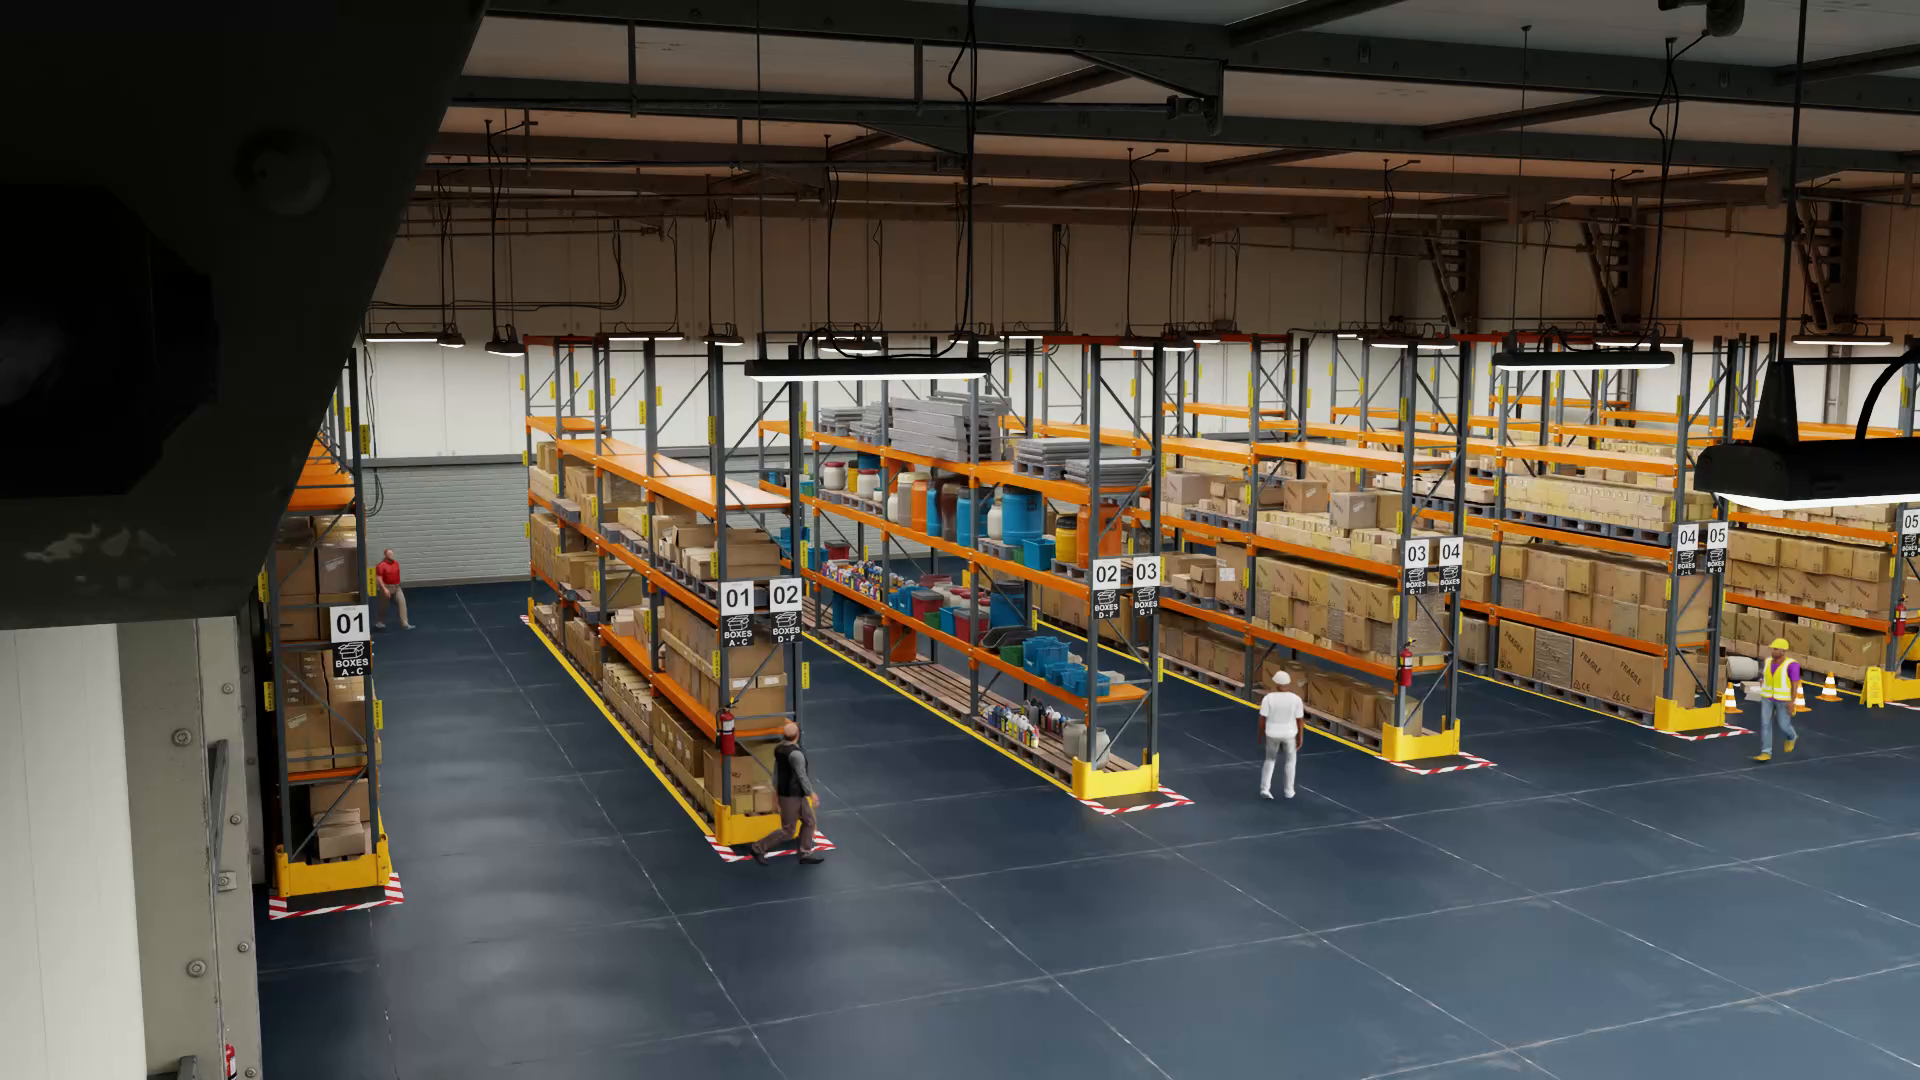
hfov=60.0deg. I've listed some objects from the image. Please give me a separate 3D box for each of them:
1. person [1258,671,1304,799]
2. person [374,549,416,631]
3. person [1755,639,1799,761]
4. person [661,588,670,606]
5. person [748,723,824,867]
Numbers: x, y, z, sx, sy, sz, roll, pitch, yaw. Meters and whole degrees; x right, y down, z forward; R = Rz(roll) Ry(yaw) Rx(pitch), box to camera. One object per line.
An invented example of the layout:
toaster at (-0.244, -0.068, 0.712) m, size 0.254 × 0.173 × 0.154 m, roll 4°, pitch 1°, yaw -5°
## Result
person at (4.253, 2.572, 22.011) m, size 0.604 × 1.759 × 0.587 m, roll 3°, pitch 8°, yaw 20°
person at (-11.541, 1.010, 33.773) m, size 1.054 × 1.678 × 0.590 m, roll 6°, pitch 10°, yaw 37°
person at (11.764, 2.282, 23.911) m, size 0.548 × 1.760 × 0.762 m, roll 7°, pitch 10°, yaw 43°
person at (-5.809, 1.237, 32.350) m, size 0.451 × 1.611 × 0.928 m, roll -2°, pitch 8°, yaw -17°
person at (-2.008, 2.945, 19.193) m, size 0.866 × 1.685 × 0.483 m, roll 0°, pitch 8°, yaw -4°
